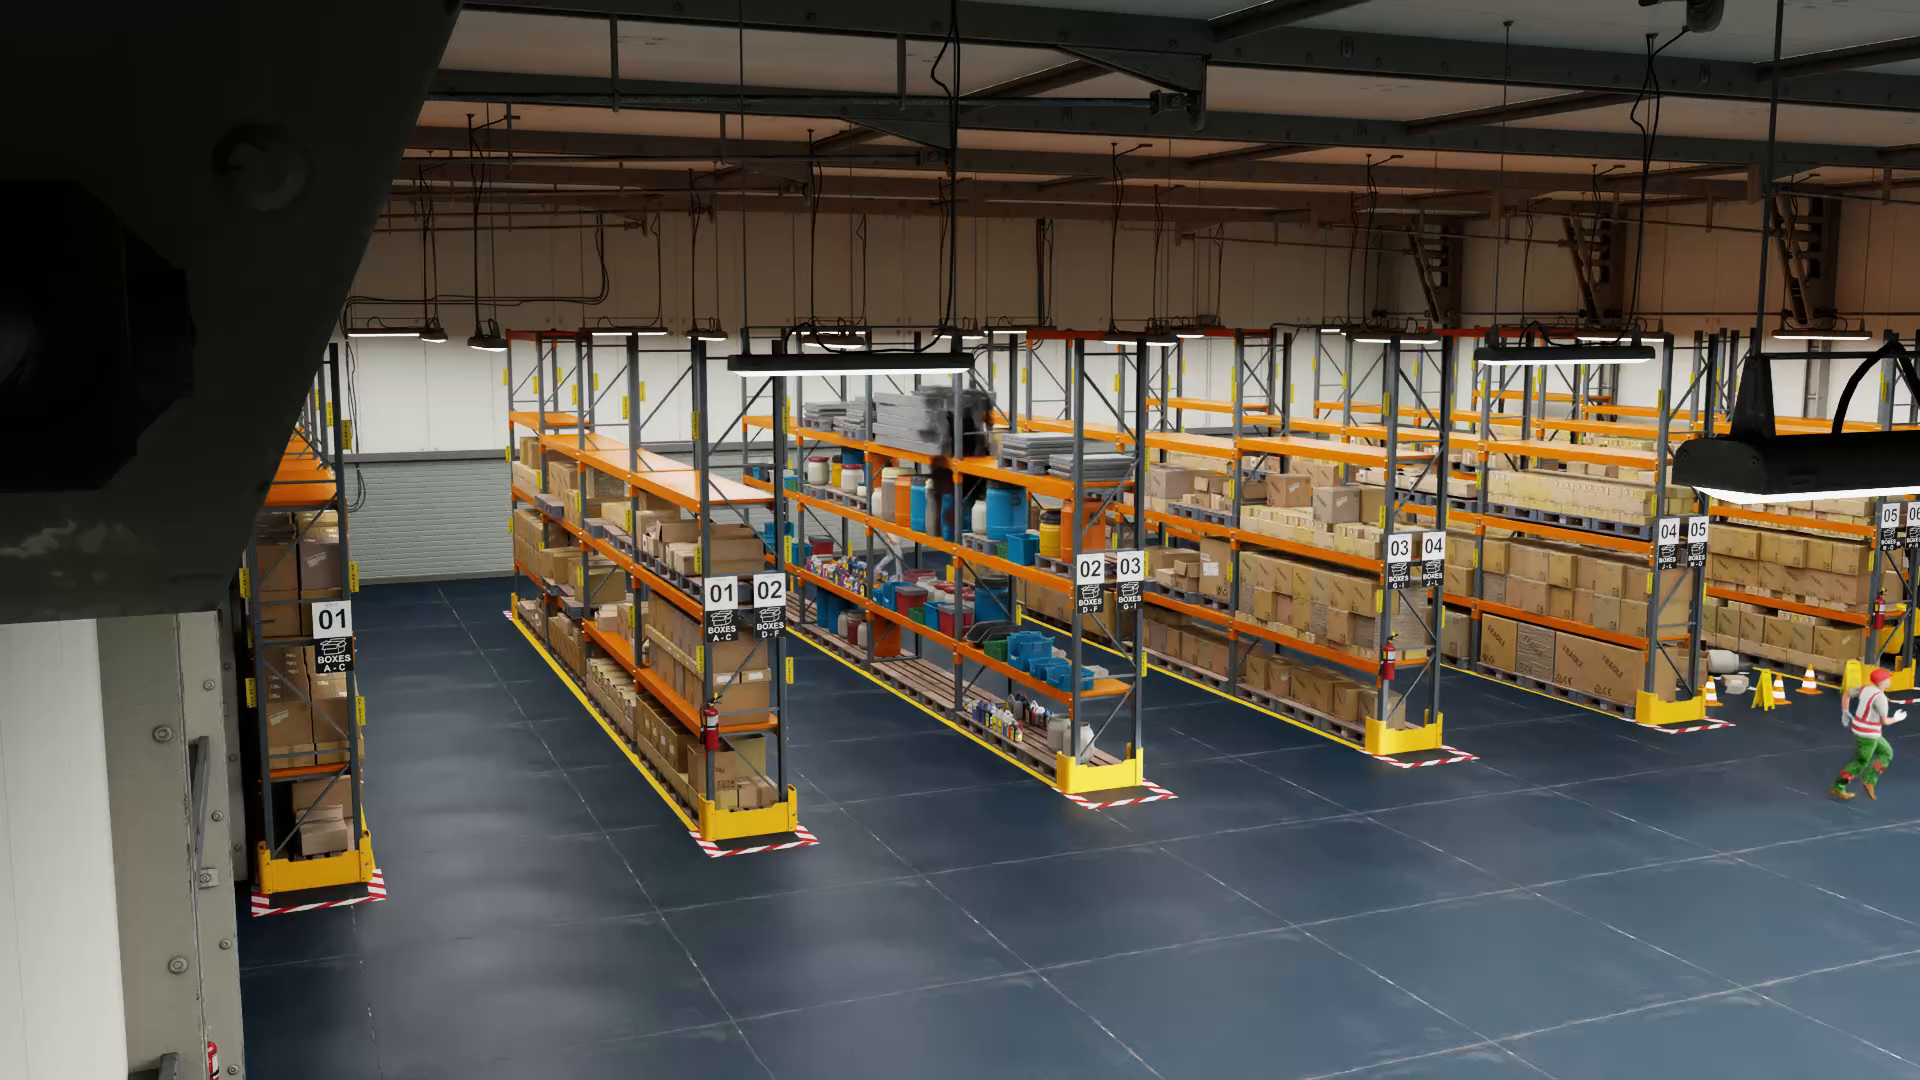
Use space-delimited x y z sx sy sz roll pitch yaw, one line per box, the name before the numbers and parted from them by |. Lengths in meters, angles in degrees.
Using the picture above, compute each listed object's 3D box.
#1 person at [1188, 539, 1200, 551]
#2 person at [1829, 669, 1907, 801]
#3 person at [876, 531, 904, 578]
person | 5.973 -0.282 42.437 0.696 1.713 0.627 -4 9 -29
person | 11.771 2.523 21.545 0.818 1.760 0.695 1 8 10
person | -1.661 0.111 39.728 0.815 1.705 0.601 0 8 -1
